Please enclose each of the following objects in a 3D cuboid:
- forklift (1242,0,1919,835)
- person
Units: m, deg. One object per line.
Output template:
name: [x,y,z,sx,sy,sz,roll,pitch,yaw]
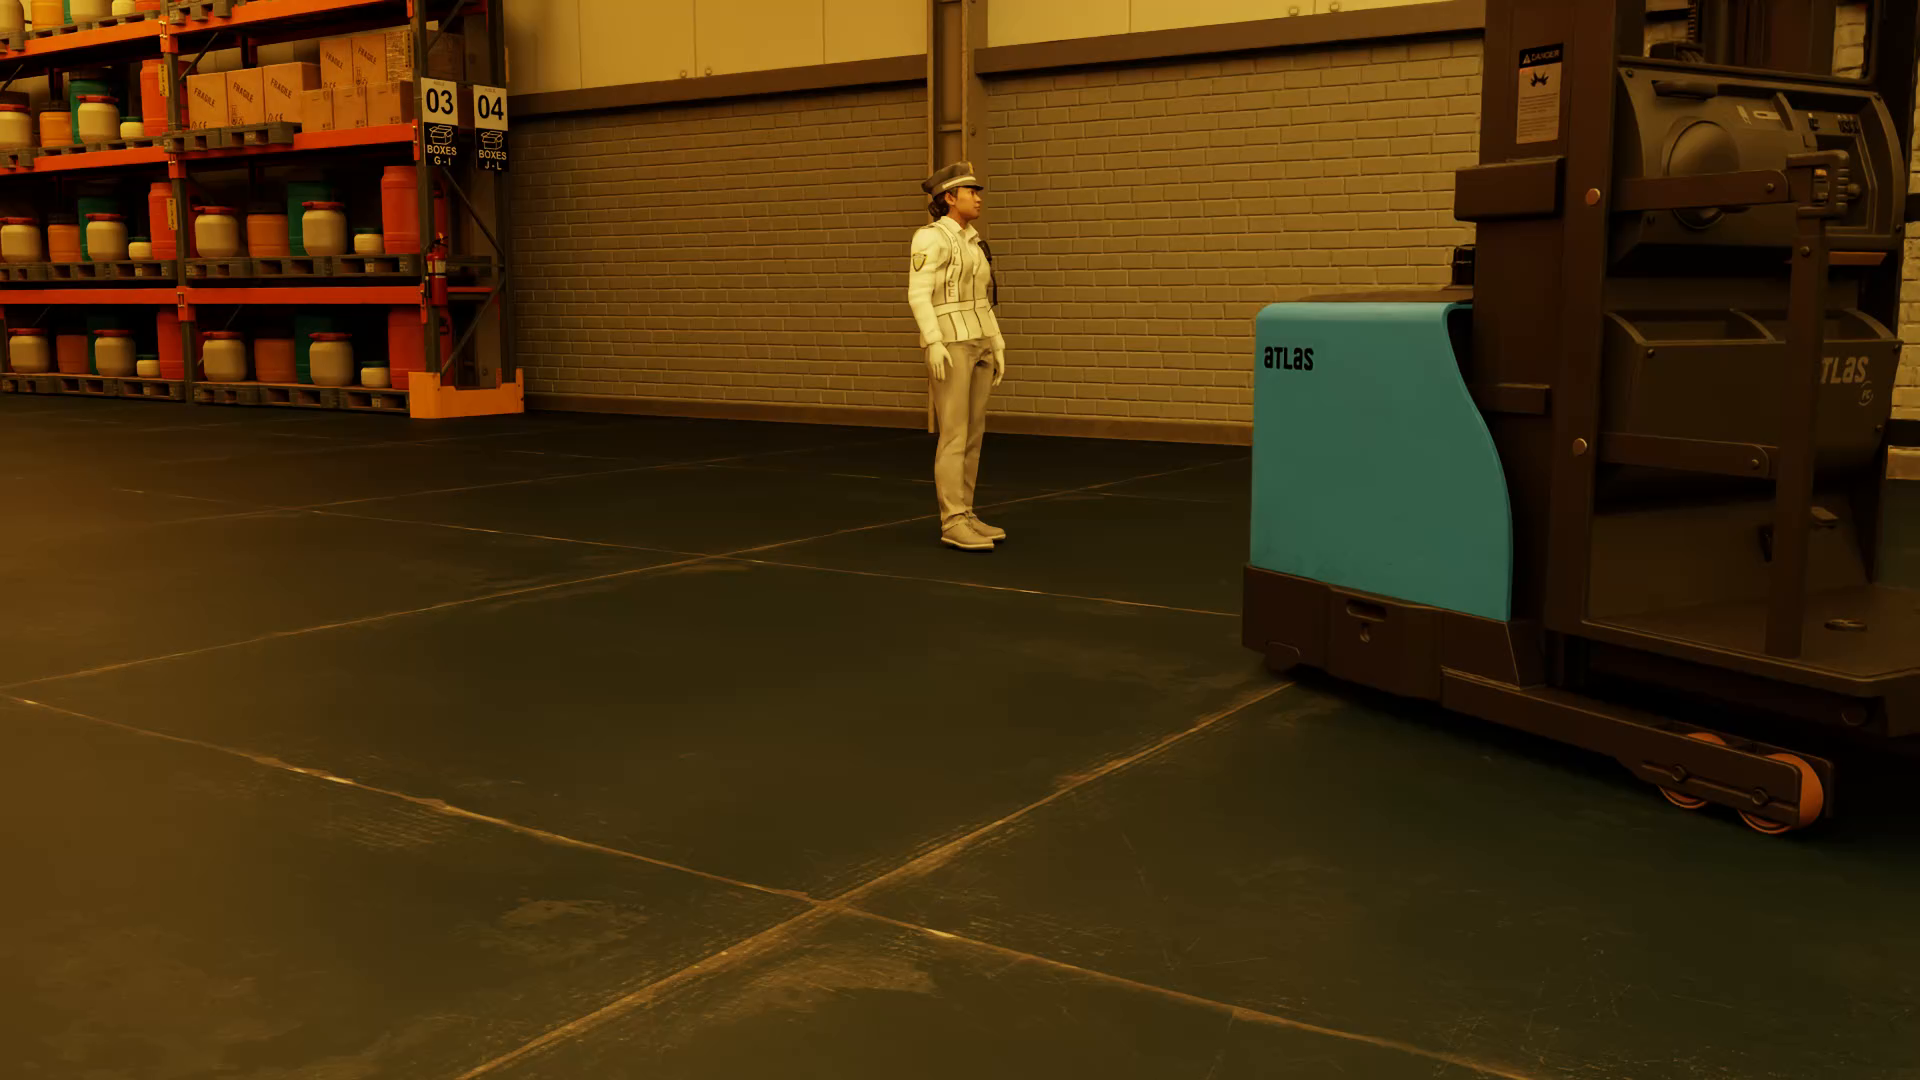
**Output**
forklift: [1.977,-0.923,3.684,1.130,2.935,3.031,-4,9,-28]
person: [0.053,-0.840,7.439,0.530,1.694,0.586,5,10,34]
